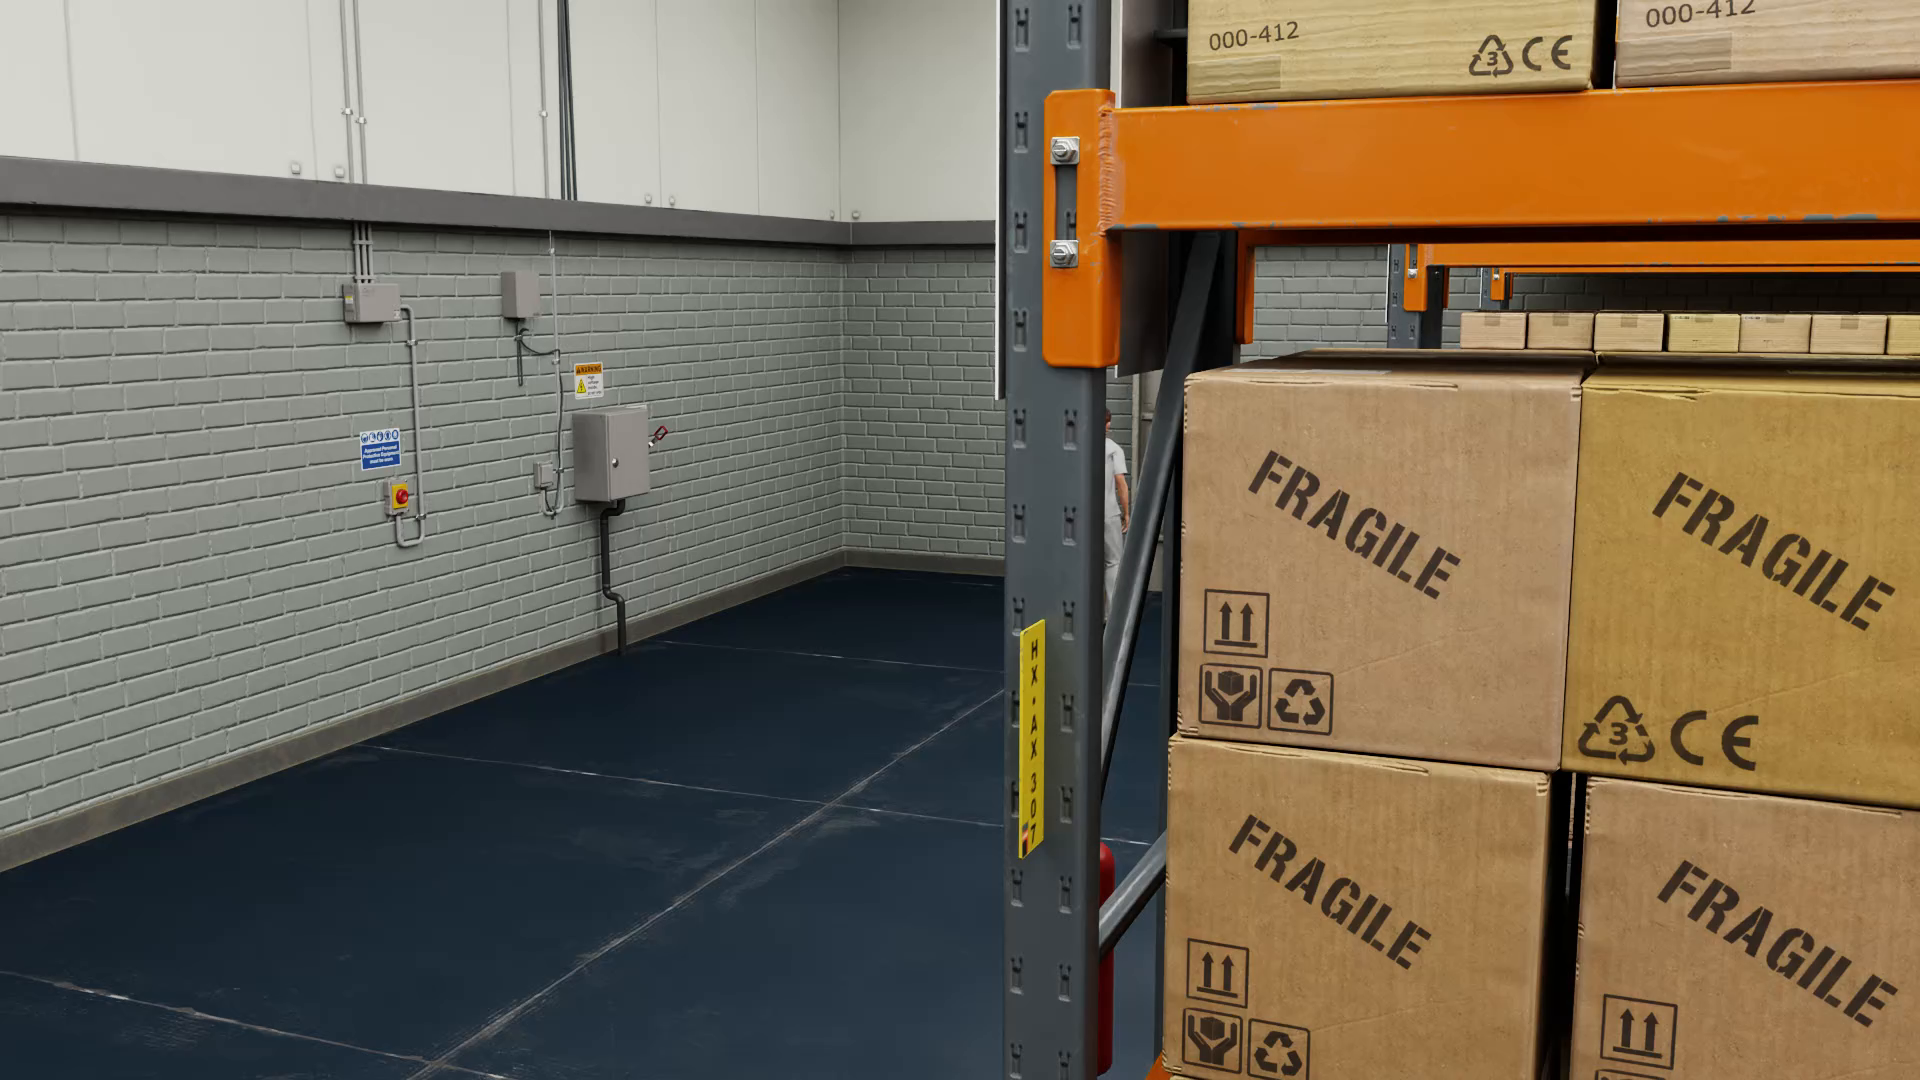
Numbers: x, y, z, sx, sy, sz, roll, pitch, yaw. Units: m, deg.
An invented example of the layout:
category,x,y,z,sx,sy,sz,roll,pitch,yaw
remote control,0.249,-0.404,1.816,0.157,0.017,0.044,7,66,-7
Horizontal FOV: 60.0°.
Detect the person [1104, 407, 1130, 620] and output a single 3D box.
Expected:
category,x,y,z,sx,sy,sz,roll,pitch,yaw
person,1.035,-0.174,12.484,0.486,1.673,0.358,3,9,21
